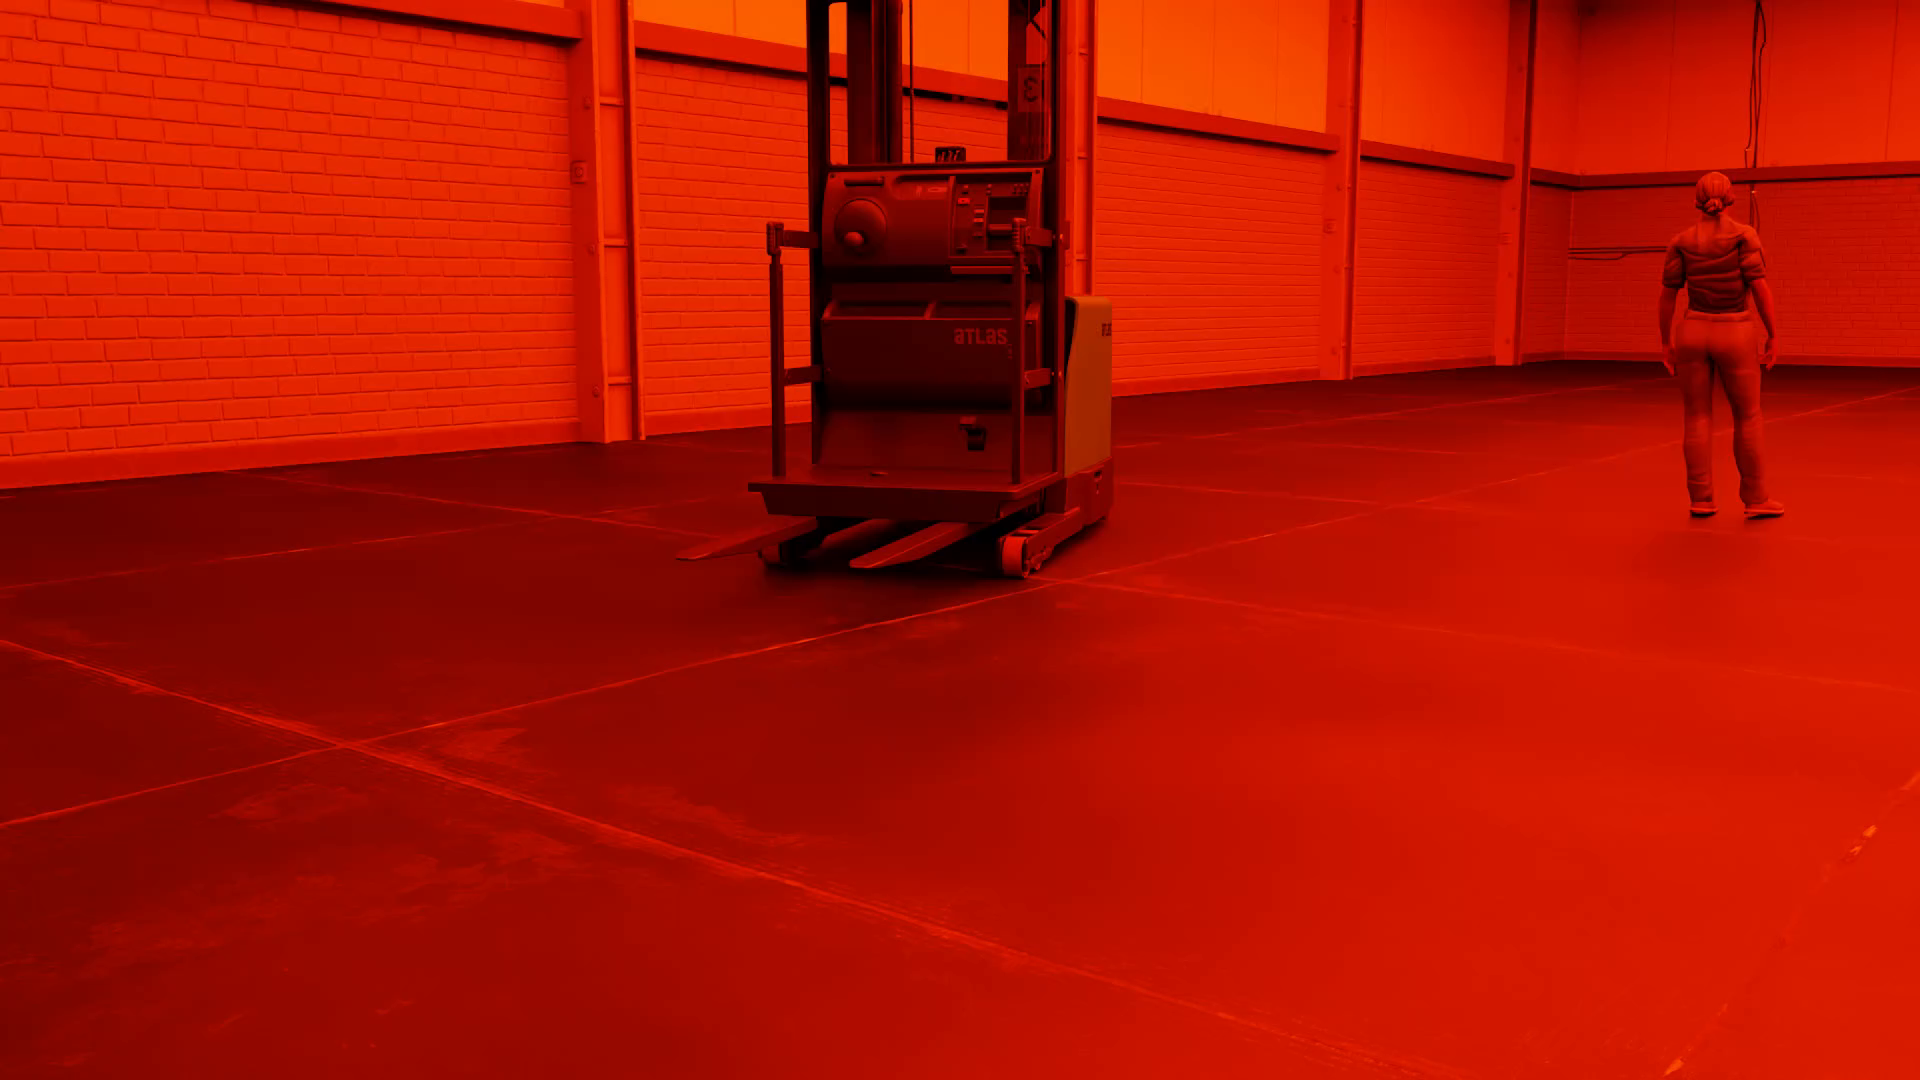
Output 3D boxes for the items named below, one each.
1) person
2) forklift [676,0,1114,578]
[{"bbox_3d":[3.735,-0.950,8.132,0.570,1.654,0.504,7,11,40],"label":"person"},{"bbox_3d":[-0.176,-1.366,6.616,1.130,2.935,3.031,3,9,17],"label":"forklift"}]
